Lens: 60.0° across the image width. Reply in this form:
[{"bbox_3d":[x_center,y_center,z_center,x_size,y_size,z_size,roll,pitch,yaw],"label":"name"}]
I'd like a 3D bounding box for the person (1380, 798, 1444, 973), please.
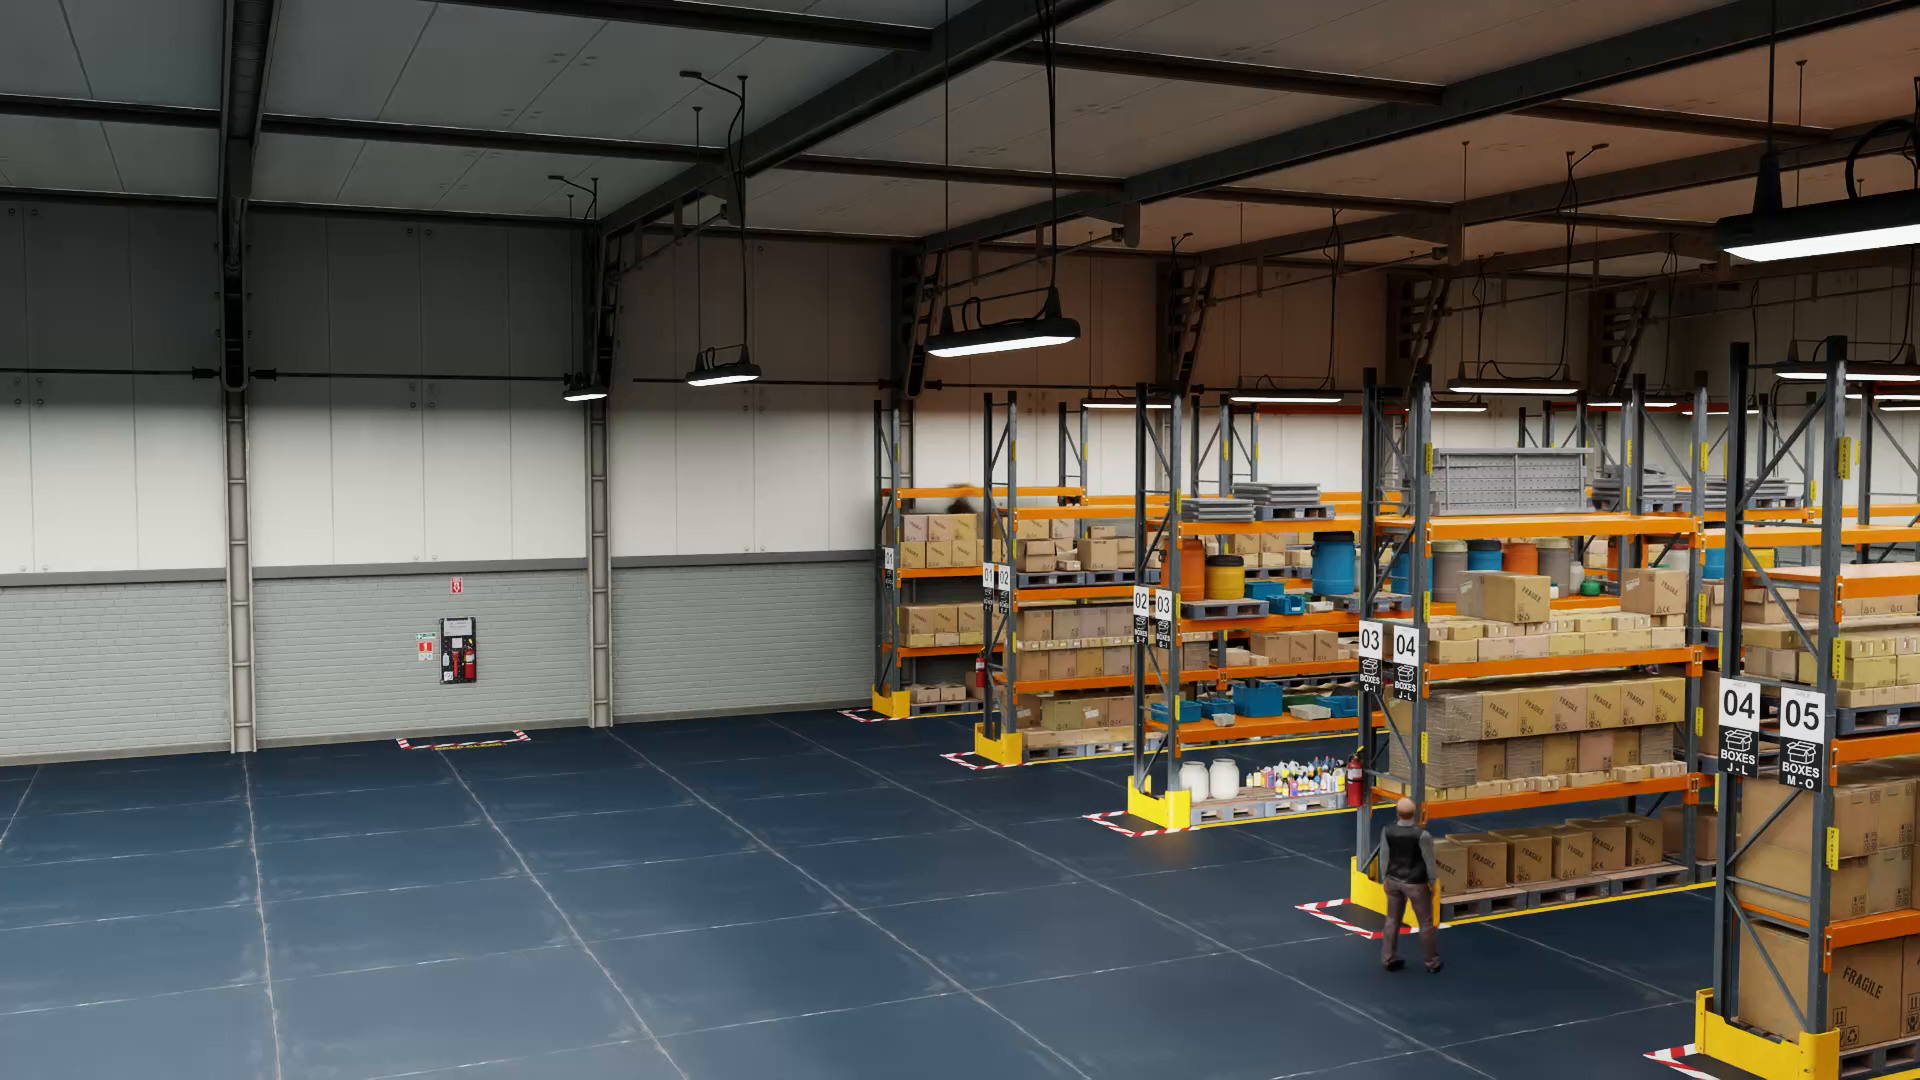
[{"bbox_3d":[4.447,3.362,16.291,0.593,1.715,0.516,-2,4,-36],"label":"person"}]
